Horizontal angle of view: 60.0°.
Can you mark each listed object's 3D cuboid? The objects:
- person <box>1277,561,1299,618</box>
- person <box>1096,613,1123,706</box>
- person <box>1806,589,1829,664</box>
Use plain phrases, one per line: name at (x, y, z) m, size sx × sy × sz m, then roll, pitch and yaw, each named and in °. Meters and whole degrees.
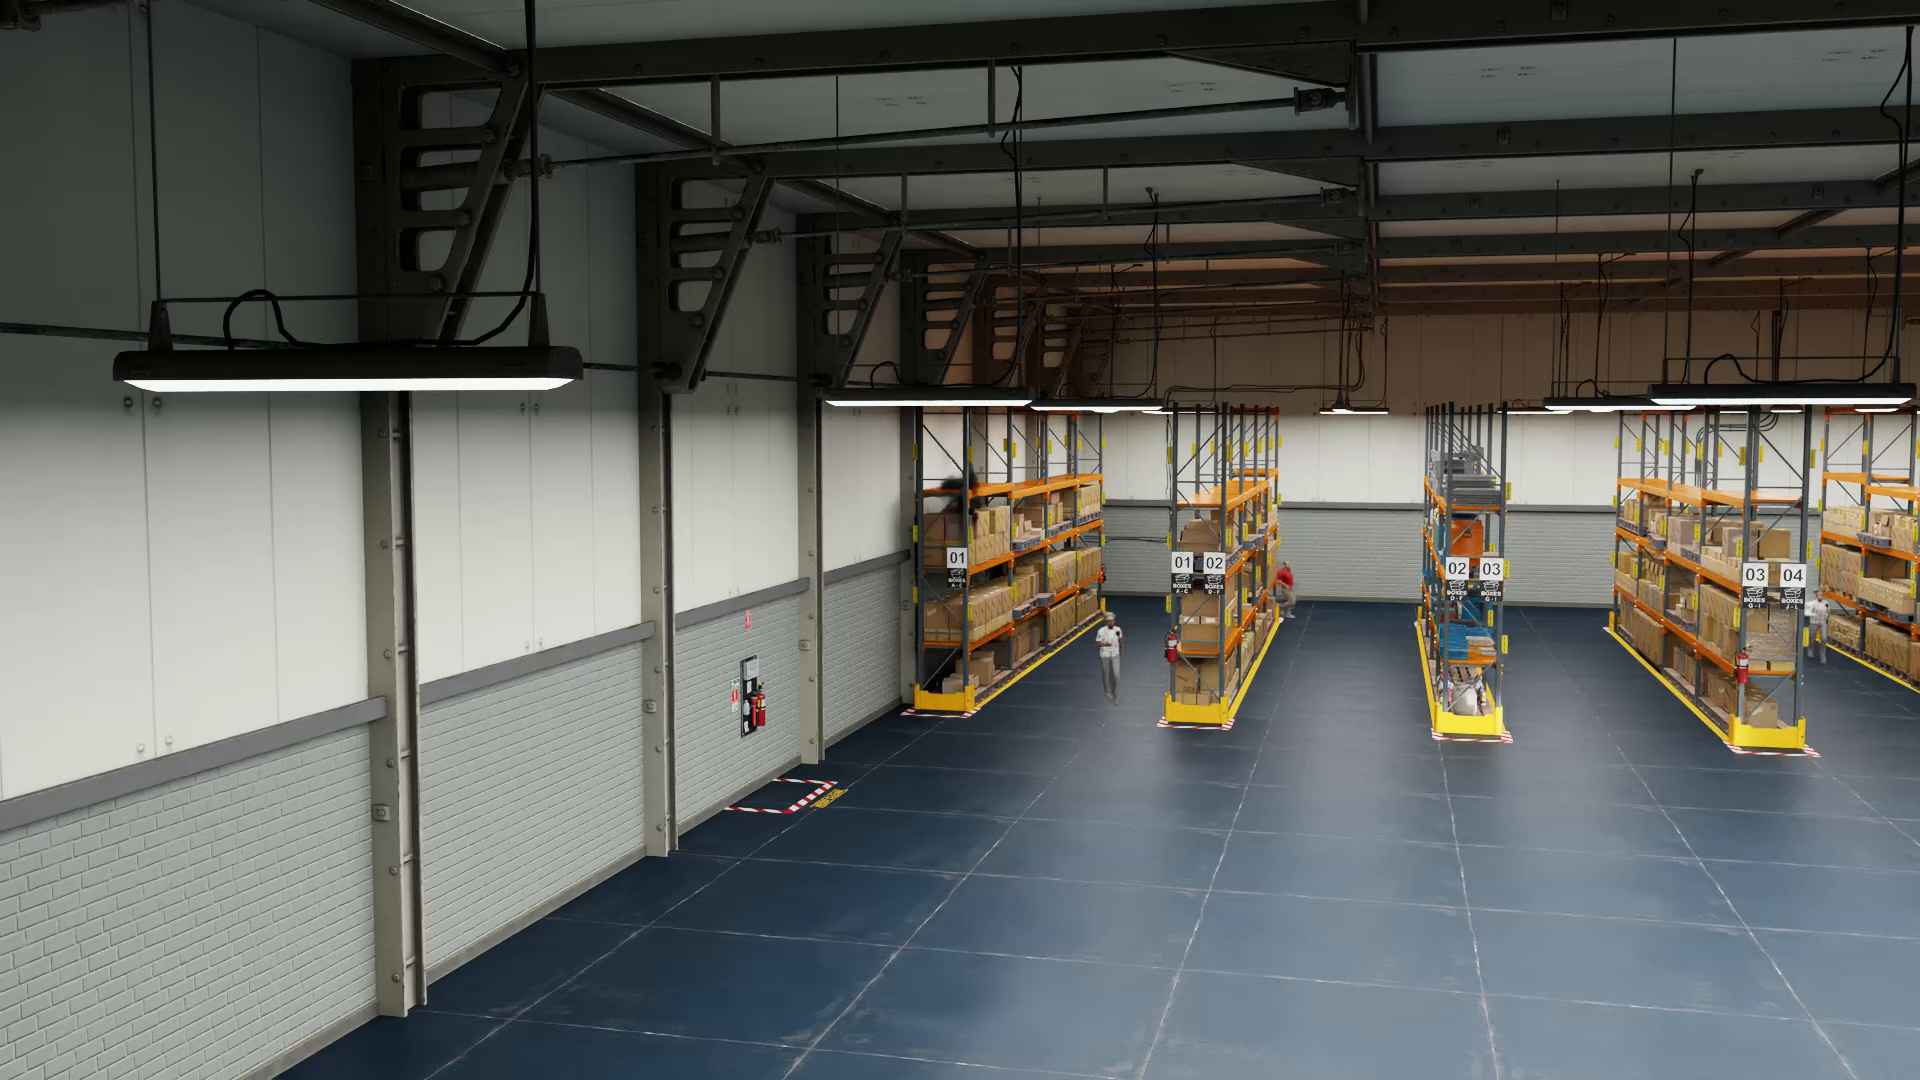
person at (9.331, 1.408, 47.399) m, size 0.579 × 1.649 × 0.666 m, roll 2°, pitch 5°, yaw 30°
person at (2.868, 2.277, 31.859) m, size 0.558 × 1.776 × 0.740 m, roll 0°, pitch 4°, yaw -2°
person at (20.134, 1.991, 39.045) m, size 0.562 × 1.719 × 0.857 m, roll 1°, pitch 4°, yaw 15°
